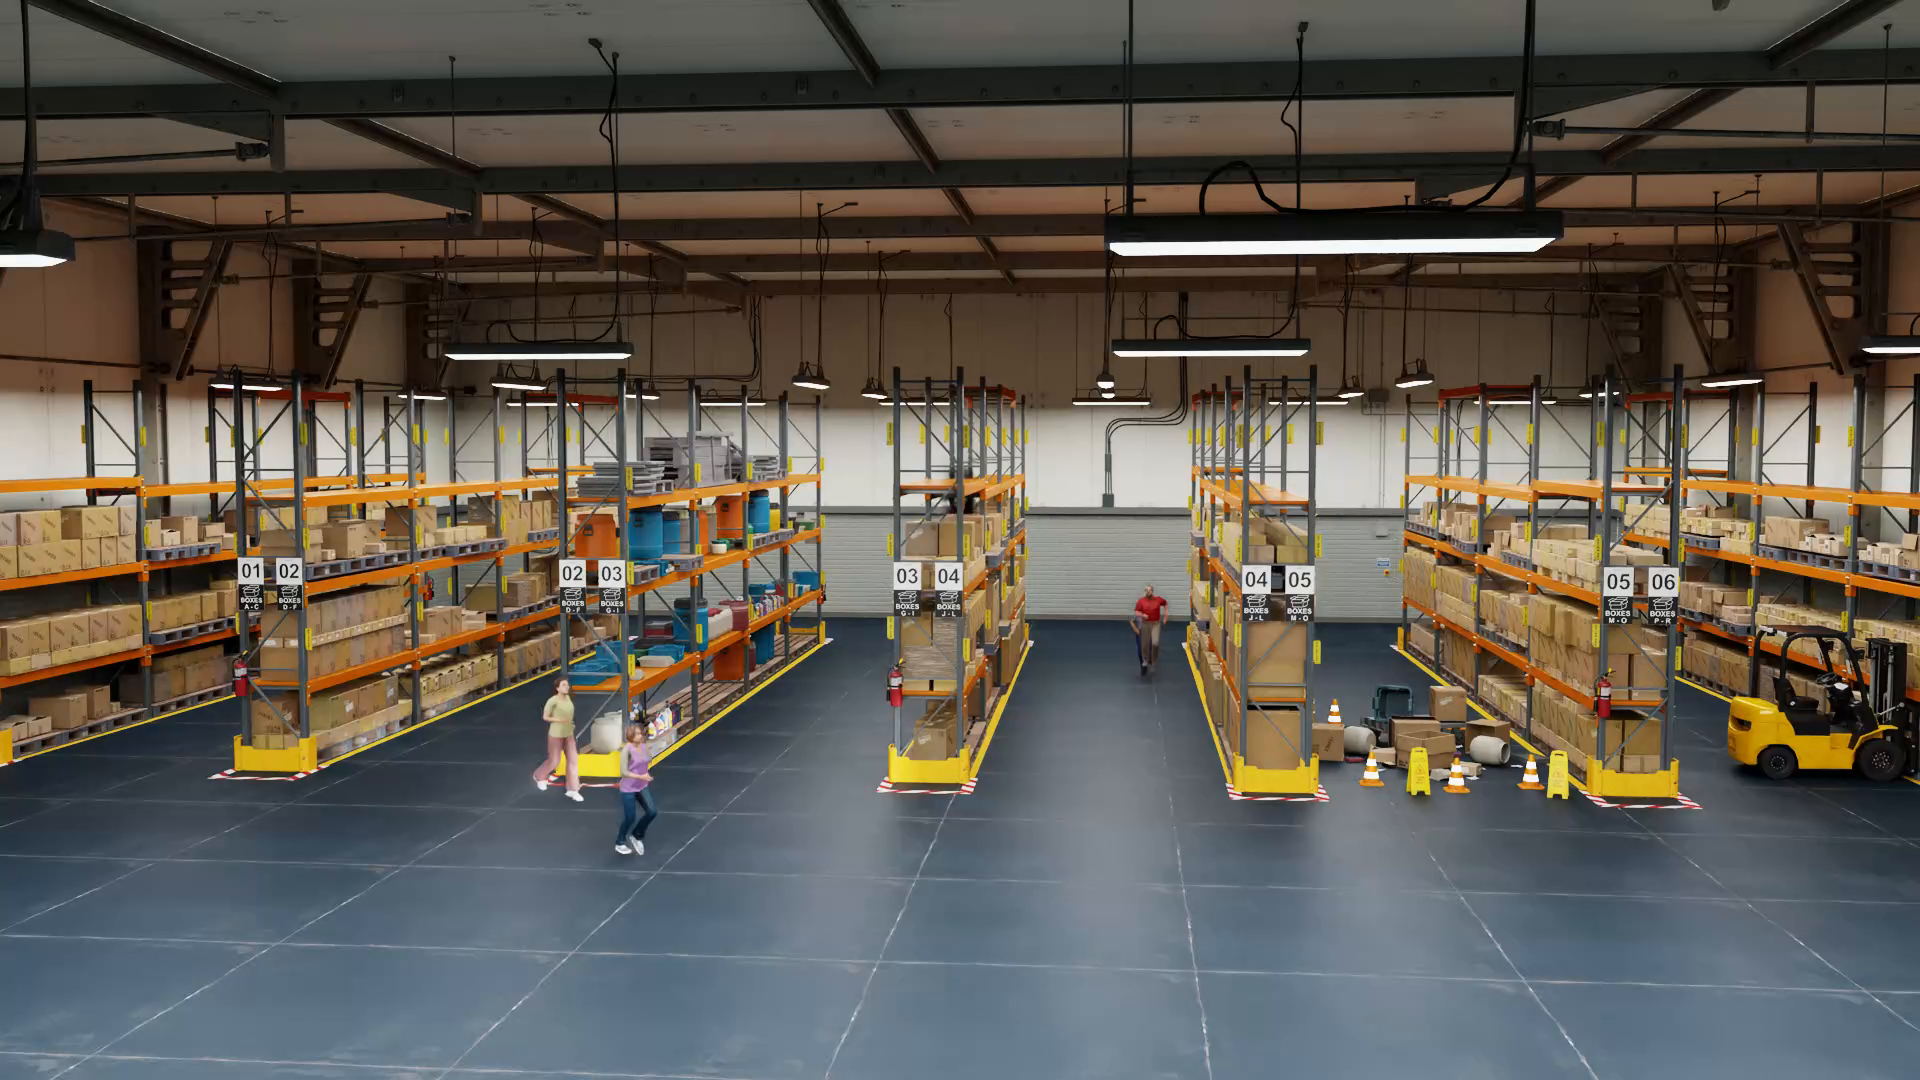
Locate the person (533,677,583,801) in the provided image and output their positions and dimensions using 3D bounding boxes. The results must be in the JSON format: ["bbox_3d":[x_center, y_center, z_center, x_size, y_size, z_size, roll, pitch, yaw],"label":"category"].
[{"bbox_3d":[-5.536,2.734,23.025,0.942,1.686,0.587,2,4,35],"label":"person"}]

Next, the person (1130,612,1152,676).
[{"bbox_3d":[3.911,2.042,35.134,0.635,1.599,0.604,0,4,2],"label":"person"}]

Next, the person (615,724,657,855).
[{"bbox_3d":[-3.842,2.983,19.786,0.643,1.584,0.558,2,4,33],"label":"person"}]

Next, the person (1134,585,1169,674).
[{"bbox_3d":[3.875,1.807,33.693,0.677,1.790,0.851,1,4,9],"label":"person"}]
